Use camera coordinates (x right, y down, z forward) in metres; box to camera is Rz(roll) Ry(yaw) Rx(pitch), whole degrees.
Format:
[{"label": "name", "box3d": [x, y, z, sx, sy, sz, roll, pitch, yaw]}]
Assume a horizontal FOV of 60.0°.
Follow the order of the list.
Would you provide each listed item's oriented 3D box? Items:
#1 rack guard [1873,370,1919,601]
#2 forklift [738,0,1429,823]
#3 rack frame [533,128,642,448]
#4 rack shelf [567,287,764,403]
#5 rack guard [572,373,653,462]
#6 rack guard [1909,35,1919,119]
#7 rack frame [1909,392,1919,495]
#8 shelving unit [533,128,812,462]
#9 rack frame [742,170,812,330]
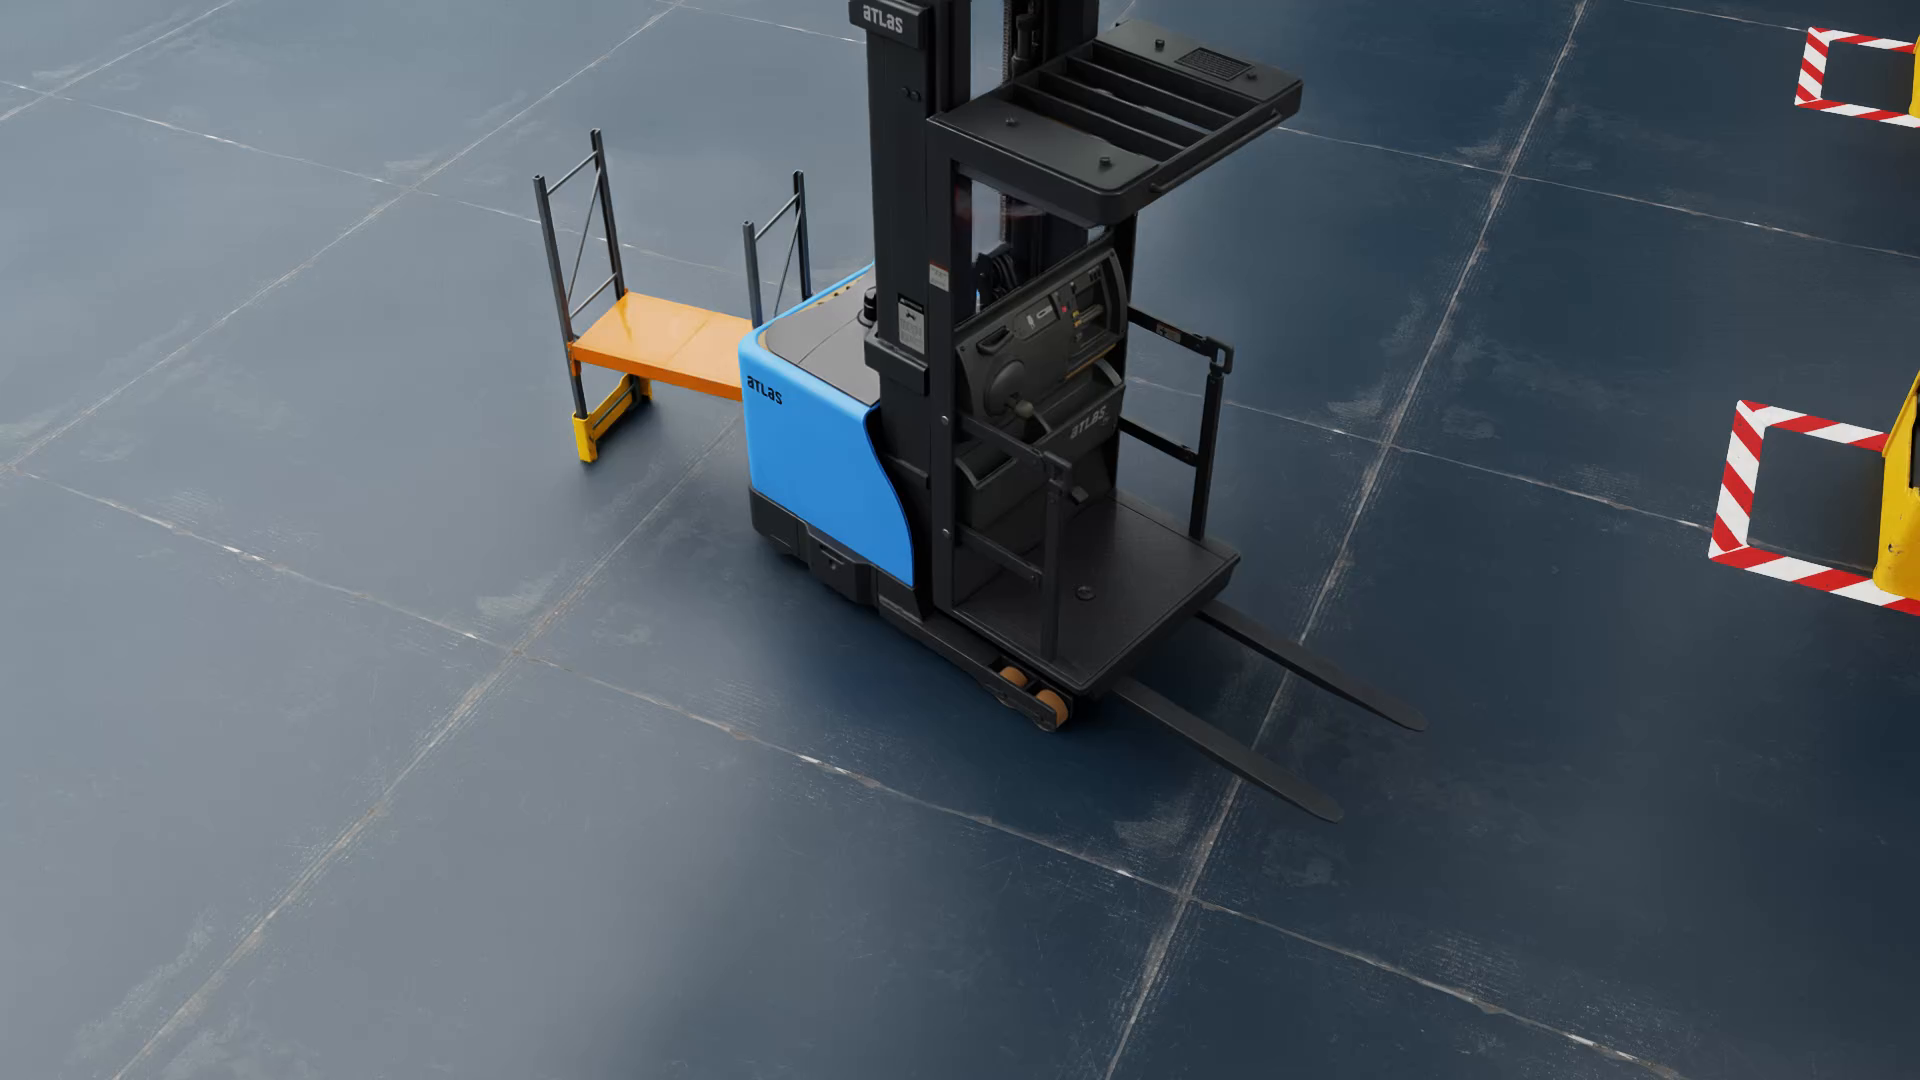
[{"label": "rack guard", "box3d": [4.456, -0.273, 7.567, 0.348, 0.500, 1.175, 17, 44, 19]}, {"label": "forklift", "box3d": [0.480, -0.726, 6.234, 3.031, 2.935, 1.130, 31, 49, 30]}, {"label": "rack frame", "box3d": [-1.726, -1.134, 7.798, 0.032, 1.500, 0.500, 15, 43, 17]}, {"label": "rack shelf", "box3d": [-1.257, -0.871, 7.768, 1.000, 0.185, 0.538, 15, 43, 17]}, {"label": "rack guard", "box3d": [-1.708, -0.657, 8.201, 0.087, 0.250, 0.587, 15, 43, 17]}, {"label": "rack guard", "box3d": [6.570, -3.241, 10.991, 0.348, 0.500, 1.175, 17, 44, 19]}, {"label": "rack frame", "box3d": [4.387, -1.238, 6.773, 0.127, 3.000, 1.000, 17, 44, 19]}, {"label": "shelving unit", "box3d": [-1.248, -1.005, 7.648, 1.083, 1.500, 0.587, 15, 43, 17]}, {"label": "rack frame", "box3d": [-0.787, -0.879, 7.504, 0.032, 1.500, 0.500, 15, 43, 17]}]
